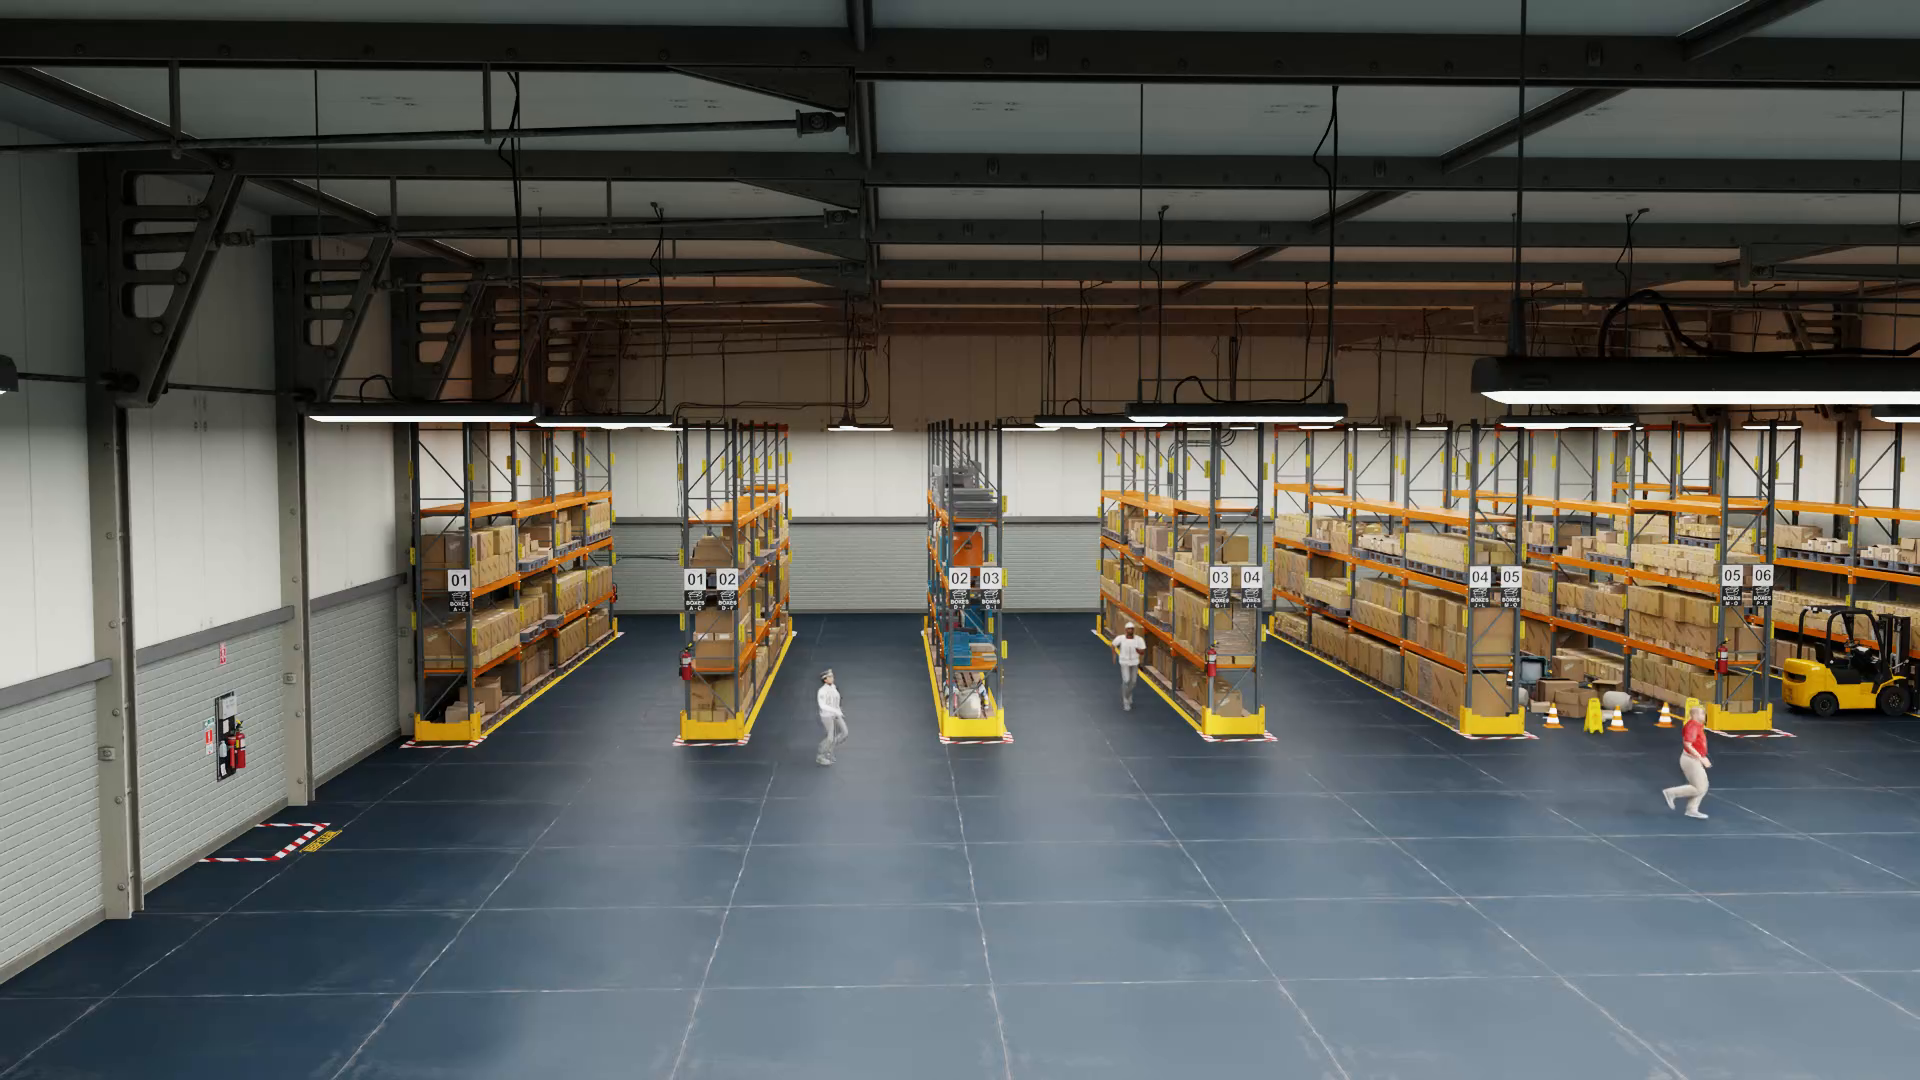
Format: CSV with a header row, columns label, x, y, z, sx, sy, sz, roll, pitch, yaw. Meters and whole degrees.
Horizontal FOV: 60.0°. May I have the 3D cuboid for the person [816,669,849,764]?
label,x,y,z,sx,sy,sz,roll,pitch,yaw
person,-2.222,3.045,28.766,0.592,1.651,0.628,2,4,29

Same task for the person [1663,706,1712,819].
label,x,y,z,sx,sy,sz,roll,pitch,yaw
person,10.831,3.305,24.777,0.652,1.678,0.650,1,4,21

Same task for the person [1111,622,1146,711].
label,x,y,z,sx,sy,sz,roll,pitch,yaw
person,3.528,2.613,34.651,0.677,1.819,0.820,0,4,-7

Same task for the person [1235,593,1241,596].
label,x,y,z,sx,sy,sz,roll,pitch,yaw
person,8.035,1.844,48.459,0.773,1.567,0.659,3,5,41
